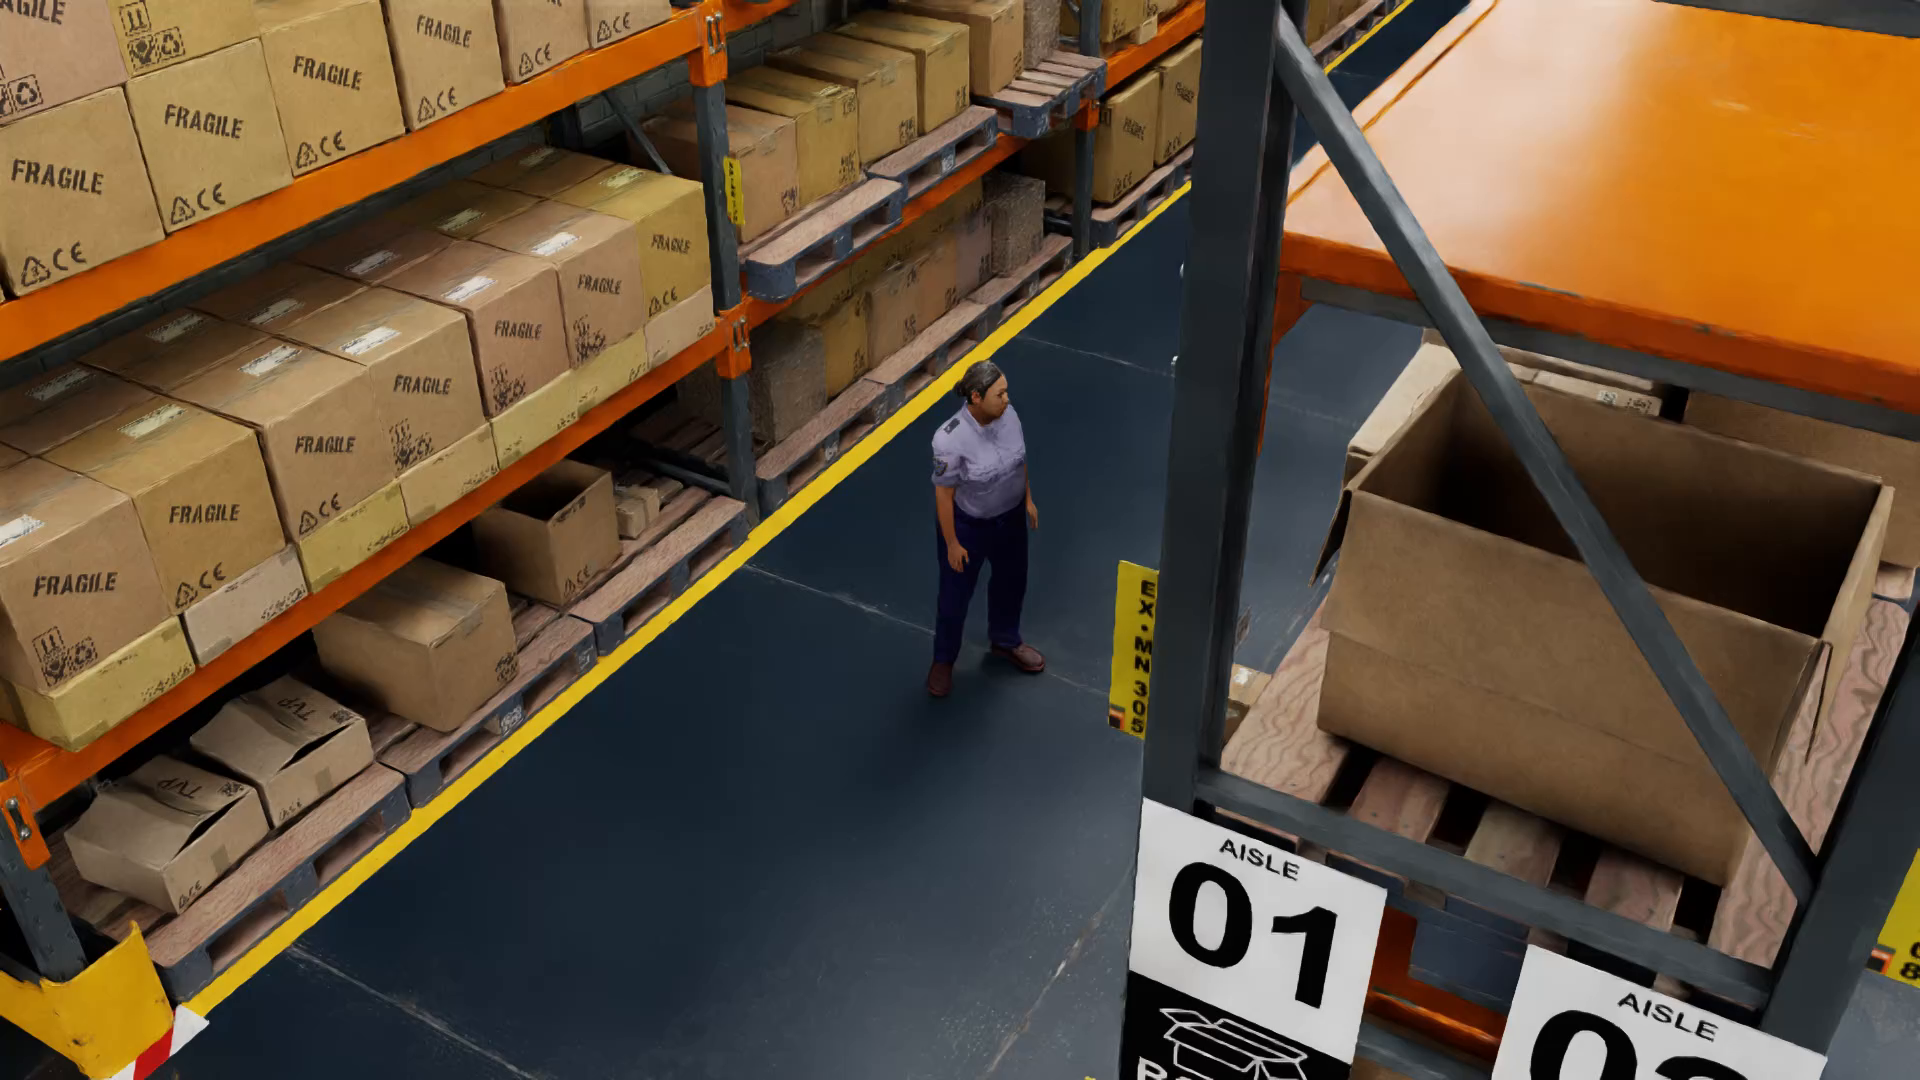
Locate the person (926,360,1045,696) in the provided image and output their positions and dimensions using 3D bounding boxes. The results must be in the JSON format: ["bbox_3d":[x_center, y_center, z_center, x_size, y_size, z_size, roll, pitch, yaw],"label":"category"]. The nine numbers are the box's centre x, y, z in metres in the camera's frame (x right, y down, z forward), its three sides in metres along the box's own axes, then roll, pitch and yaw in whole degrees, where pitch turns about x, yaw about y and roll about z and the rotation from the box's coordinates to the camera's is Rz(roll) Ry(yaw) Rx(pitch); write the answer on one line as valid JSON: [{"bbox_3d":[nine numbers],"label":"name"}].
[{"bbox_3d":[0.098,-0.060,7.466,0.602,1.641,0.374,-24,41,-30],"label":"person"}]
